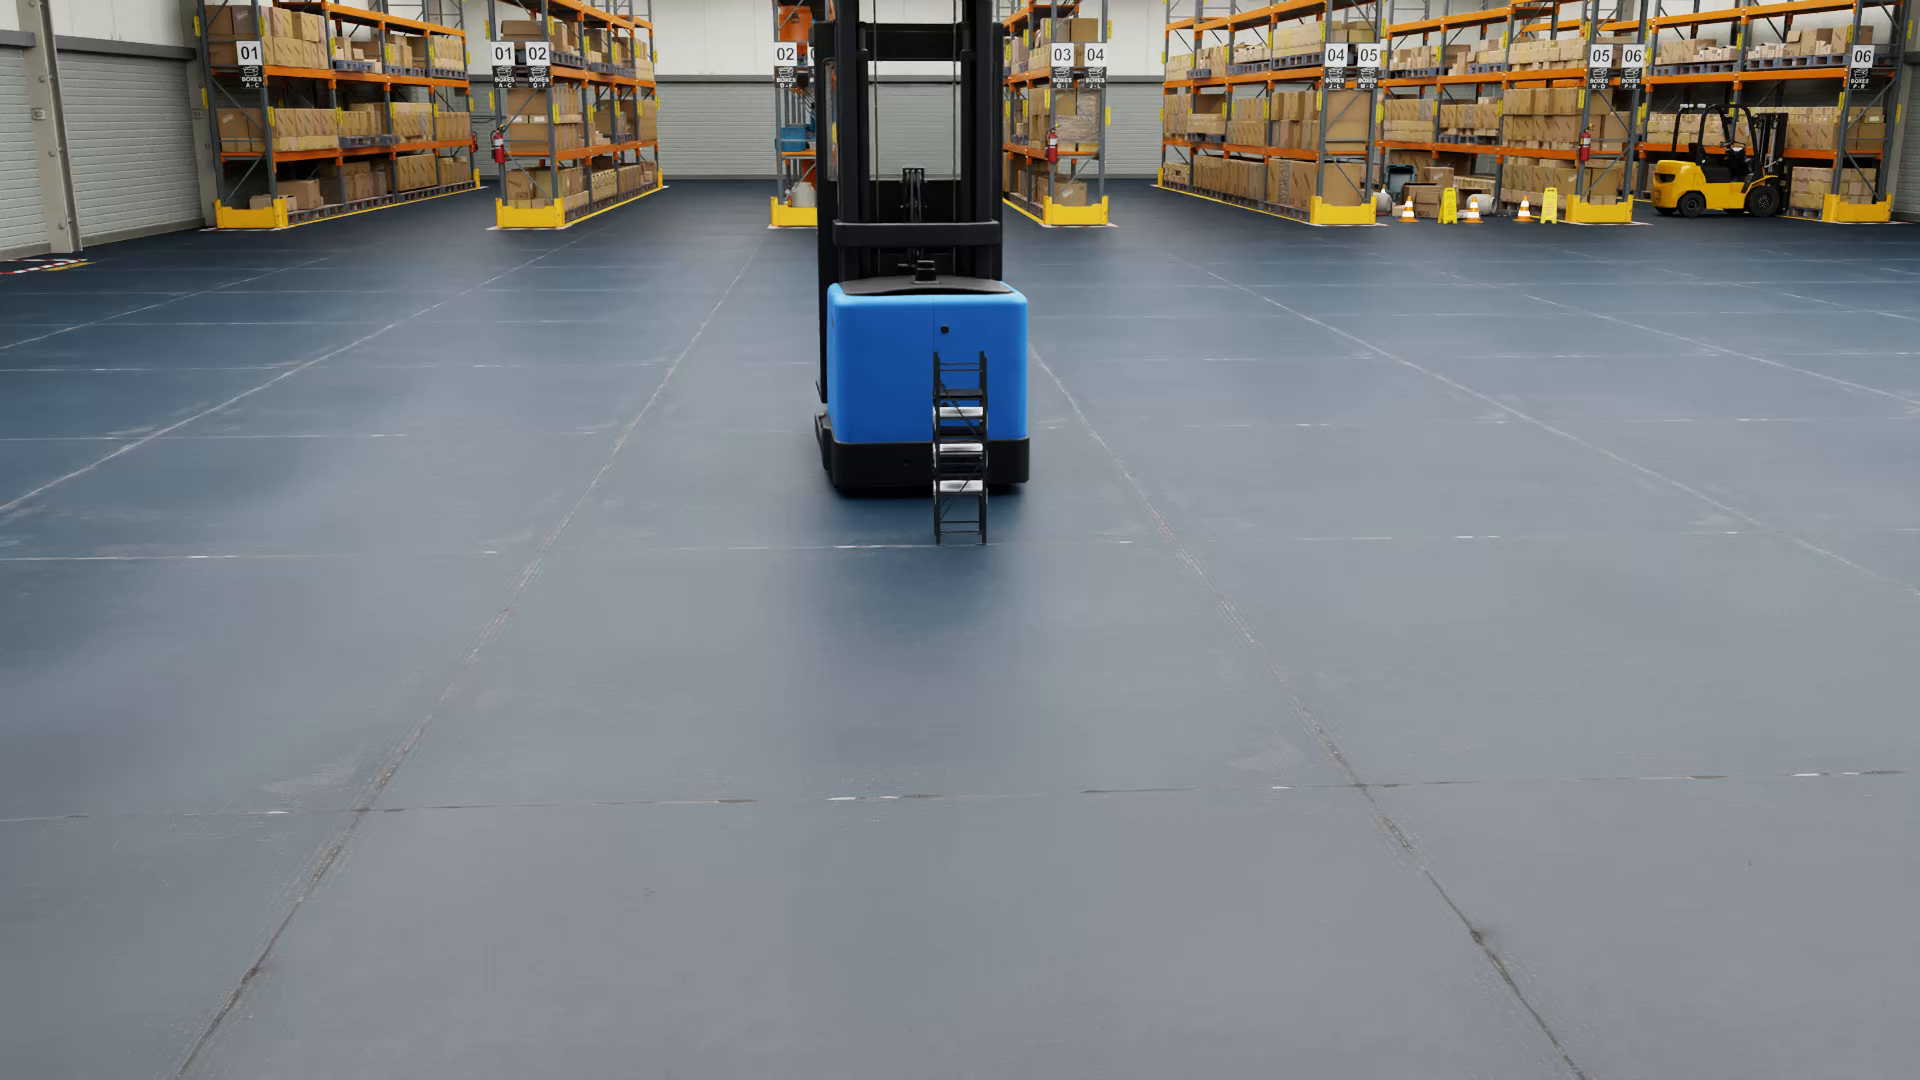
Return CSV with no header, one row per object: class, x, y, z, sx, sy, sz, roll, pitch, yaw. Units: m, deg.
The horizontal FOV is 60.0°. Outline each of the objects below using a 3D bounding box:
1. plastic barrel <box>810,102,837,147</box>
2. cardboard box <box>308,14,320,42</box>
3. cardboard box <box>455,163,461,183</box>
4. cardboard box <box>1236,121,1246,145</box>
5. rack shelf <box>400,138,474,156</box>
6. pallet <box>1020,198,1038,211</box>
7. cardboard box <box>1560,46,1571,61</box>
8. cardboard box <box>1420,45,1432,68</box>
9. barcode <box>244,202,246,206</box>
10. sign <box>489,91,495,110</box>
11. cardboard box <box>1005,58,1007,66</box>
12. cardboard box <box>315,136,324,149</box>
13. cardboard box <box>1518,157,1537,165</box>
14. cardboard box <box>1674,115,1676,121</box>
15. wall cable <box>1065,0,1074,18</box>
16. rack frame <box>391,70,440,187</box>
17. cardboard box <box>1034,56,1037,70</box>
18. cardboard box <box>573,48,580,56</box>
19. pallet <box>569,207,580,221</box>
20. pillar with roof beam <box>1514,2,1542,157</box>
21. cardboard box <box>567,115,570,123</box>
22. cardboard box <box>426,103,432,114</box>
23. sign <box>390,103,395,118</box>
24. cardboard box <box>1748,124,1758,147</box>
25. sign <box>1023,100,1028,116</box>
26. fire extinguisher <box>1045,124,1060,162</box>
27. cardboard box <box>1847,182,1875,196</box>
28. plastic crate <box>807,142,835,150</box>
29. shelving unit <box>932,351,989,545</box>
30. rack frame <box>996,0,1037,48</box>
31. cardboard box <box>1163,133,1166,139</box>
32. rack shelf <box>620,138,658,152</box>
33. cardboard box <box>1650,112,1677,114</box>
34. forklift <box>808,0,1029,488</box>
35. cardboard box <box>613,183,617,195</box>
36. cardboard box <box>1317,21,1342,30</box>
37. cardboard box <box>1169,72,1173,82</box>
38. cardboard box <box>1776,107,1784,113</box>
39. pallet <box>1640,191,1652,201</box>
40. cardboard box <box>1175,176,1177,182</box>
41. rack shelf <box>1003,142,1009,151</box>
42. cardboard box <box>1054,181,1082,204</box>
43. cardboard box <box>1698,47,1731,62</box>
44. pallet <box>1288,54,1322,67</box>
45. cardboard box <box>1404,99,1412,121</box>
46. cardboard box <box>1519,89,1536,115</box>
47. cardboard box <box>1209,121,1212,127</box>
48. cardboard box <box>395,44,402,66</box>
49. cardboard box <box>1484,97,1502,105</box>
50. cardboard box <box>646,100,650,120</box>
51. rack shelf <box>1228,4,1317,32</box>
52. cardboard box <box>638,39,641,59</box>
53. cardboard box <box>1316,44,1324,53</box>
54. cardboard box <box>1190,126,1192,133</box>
plastic barrel,-2.776,-8.542,34.199,0.600,0.901,0.708,-1,14,-3
cardboard box,-12.596,-9.783,31.762,0.500,0.500,0.500,0,14,0
cardboard box,-13.480,-9.600,43.493,0.700,0.500,0.500,-1,14,-5
cardboard box,6.421,-9.002,36.792,0.500,0.500,0.500,-1,14,-3
rack shelf,-13.562,-10.184,43.031,1.077,0.370,4.000,-1,14,-3
pallet,1.839,-7.118,35.267,1.003,0.211,1.213,-1,14,-3
cardboard box,11.710,-9.205,31.469,0.500,0.250,0.500,-1,14,-4
cardboard box,11.281,-11.370,39.135,0.700,0.500,0.500,-2,15,-6
barcode,-13.048,-6.138,30.356,0.001,0.075,0.075,-1,14,-3
sign,-8.293,-7.798,29.517,0.100,0.325,0.005,-1,14,-3
cardboard box,1.371,-11.603,40.419,0.500,0.311,0.500,-1,14,-5
cardboard box,-12.542,-7.620,31.884,0.500,0.250,0.500,-1,14,-4
cardboard box,11.528,-7.666,33.670,0.380,0.149,0.250,0,14,-1
cardboard box,16.345,-9.522,37.512,0.380,0.149,0.250,-1,14,-3
wall cable,4.235,-17.182,50.290,2.277,5.999,0.120,-1,14,-3
rack frame,-13.438,-10.035,41.008,1.000,3.000,0.127,-1,14,-3
cardboard box,1.719,-9.284,32.369,0.500,0.250,0.500,-1,15,-6
cardboard box,-8.027,-9.859,33.765,0.500,0.250,0.500,1,14,2
pallet,-7.913,-6.270,31.970,1.003,0.211,1.213,-1,14,-3
pillar with roof beam,12.426,-15.013,48.317,9.100,9.000,0.400,-1,14,-3
cardboard box,-7.671,-8.039,31.749,0.380,0.149,0.250,0,14,-2
cardboard box,-13.154,-10.488,40.426,0.500,0.250,0.500,-1,14,-2
sign,-12.649,-9.573,37.049,0.100,0.325,0.005,-1,14,-3
cardboard box,16.549,-8.310,34.103,0.500,0.500,0.500,-1,14,-2
sign,1.335,-8.826,33.986,0.100,0.325,0.005,-1,14,-3
fire extinguisher,1.684,-7.207,30.172,0.296,0.674,0.183,-1,14,-3
cardboard box,17.160,-6.744,31.891,0.500,0.250,0.500,-1,14,-2
plastic crate,-2.701,-7.671,32.348,0.530,0.136,0.437,-1,14,-3
shelving unit,0.000,-0.438,7.922,0.258,0.900,0.210,-1,14,-3
rack frame,1.393,-13.170,41.152,1.000,3.000,0.127,-1,14,-3
cardboard box,5.795,-11.103,45.664,0.380,0.149,0.250,-1,14,-4
rack shelf,-8.618,-10.261,43.332,1.077,0.370,4.000,-1,14,-3
cardboard box,16.610,-9.882,39.371,0.500,0.500,0.500,0,14,-1
forklift,-0.325,-2.011,9.961,1.130,2.935,3.031,-2,15,-7
cardboard box,-7.970,-7.862,37.239,0.500,0.250,0.500,-1,14,-2
cardboard box,6.734,-9.379,30.299,0.380,0.149,0.250,-1,14,-3
cardboard box,5.903,-12.444,44.652,0.500,0.250,0.500,0,14,-2
cardboard box,16.616,-8.609,33.366,0.380,0.149,0.250,-1,14,-4
pallet,16.498,-7.944,38.479,1.003,0.211,1.213,-1,14,-3
cardboard box,5.924,-9.613,44.249,0.380,0.149,0.250,-1,14,-3
rack shelf,1.517,-9.418,40.056,1.077,0.370,4.000,-1,14,-3
cardboard box,2.043,-6.576,31.740,0.500,0.500,0.500,3,15,11
cardboard box,16.398,-10.534,36.062,0.500,0.311,0.500,-1,14,-5
pallet,6.958,-9.230,32.036,1.003,0.211,1.213,-1,14,-3
cardboard box,11.151,-10.457,40.440,0.500,0.500,0.500,-1,14,-4
cardboard box,11.605,-8.739,33.167,0.700,0.500,0.500,-1,14,-5
cardboard box,6.076,-9.794,39.137,0.380,0.149,0.250,-1,14,-2
cardboard box,-13.427,-11.265,38.688,0.700,0.500,0.500,-1,14,-3
cardboard box,11.470,-9.420,35.677,0.380,0.149,0.250,-1,14,-5
cardboard box,-8.339,-11.151,43.139,0.500,0.500,0.500,0,14,-2
rack shelf,6.722,-11.187,35.692,1.077,0.370,4.000,-1,14,-3
cardboard box,-8.489,-12.469,42.241,0.700,0.500,0.500,-1,14,-3
cardboard box,6.735,-8.992,30.394,0.380,0.149,0.250,-1,14,-4
cardboard box,5.938,-10.223,41.403,0.380,0.149,0.250,-1,14,-3
